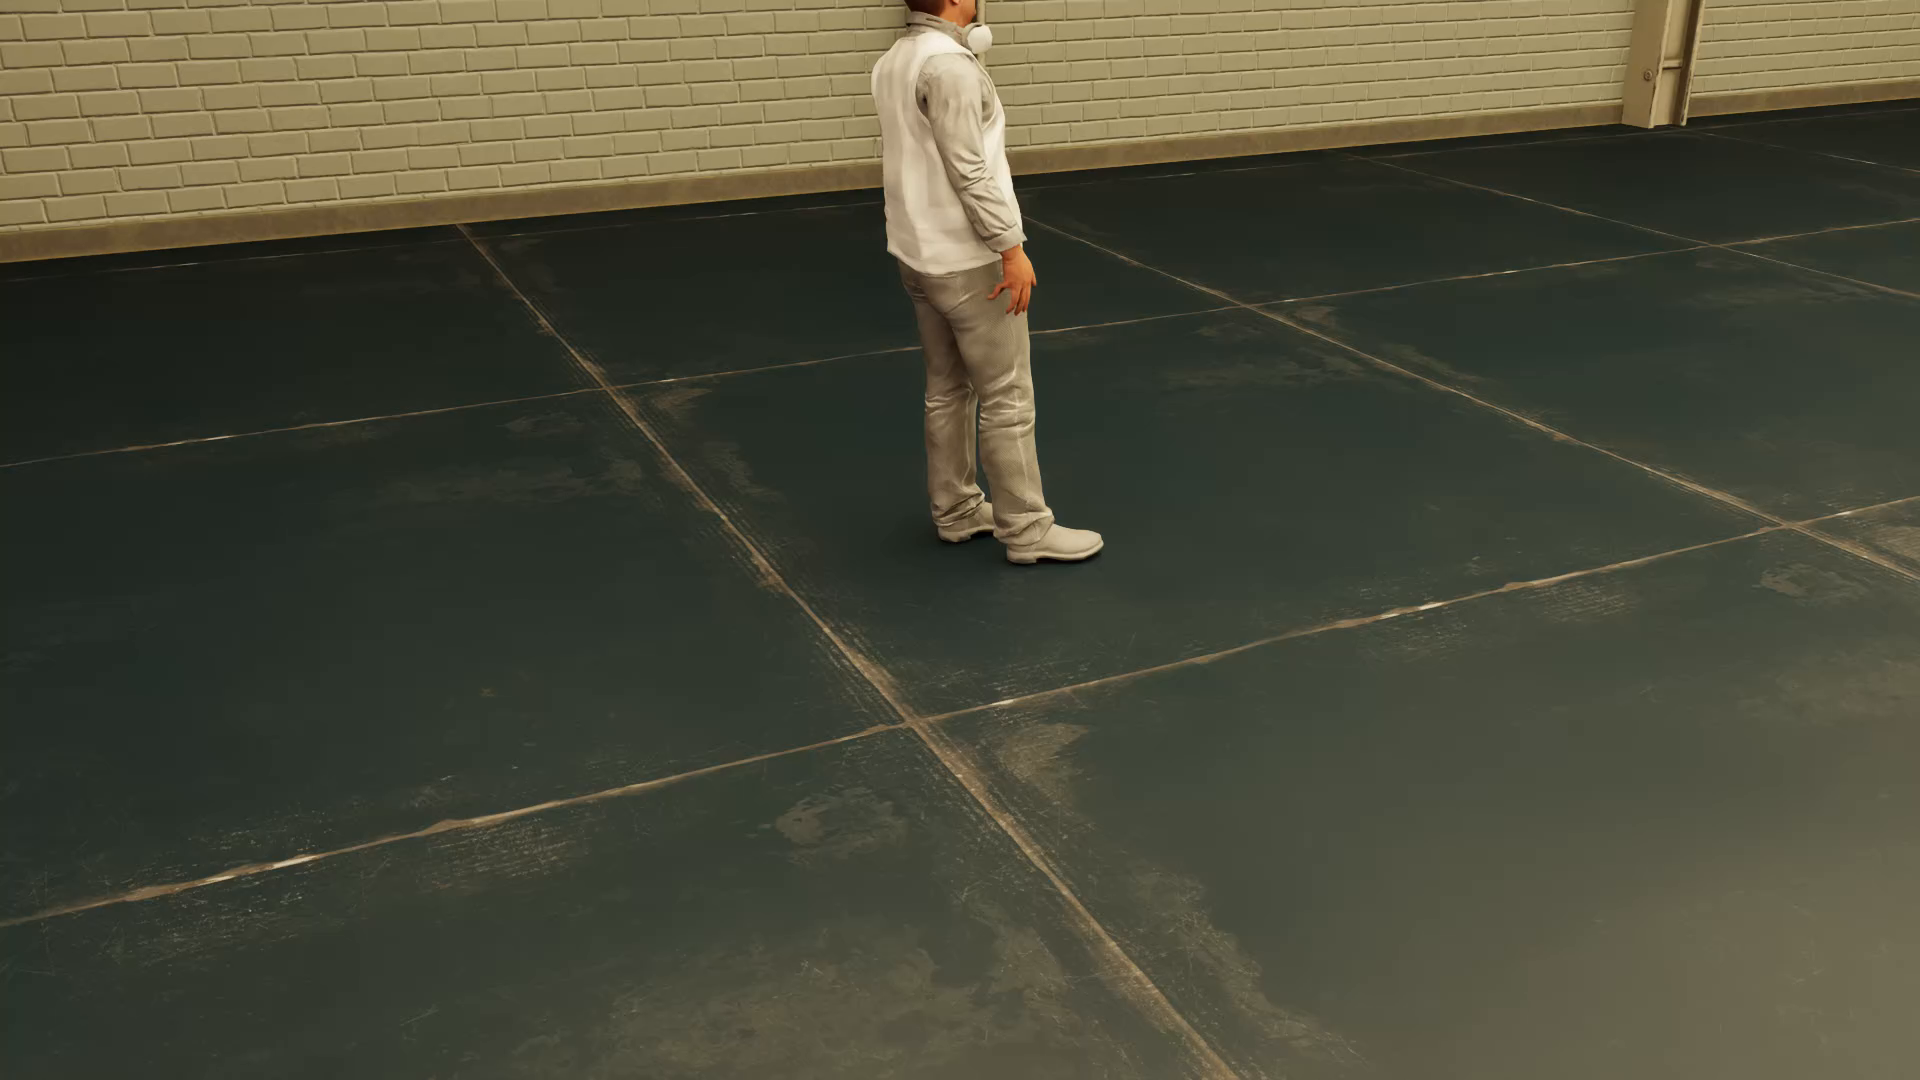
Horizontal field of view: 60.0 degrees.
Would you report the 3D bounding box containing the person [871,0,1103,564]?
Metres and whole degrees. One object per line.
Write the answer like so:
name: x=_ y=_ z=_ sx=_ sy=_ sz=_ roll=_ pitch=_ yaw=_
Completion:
person: x=0.060 y=-0.831 z=4.782 sx=0.568 sy=1.768 sz=0.632 roll=-10 pitch=25 yaw=-23
